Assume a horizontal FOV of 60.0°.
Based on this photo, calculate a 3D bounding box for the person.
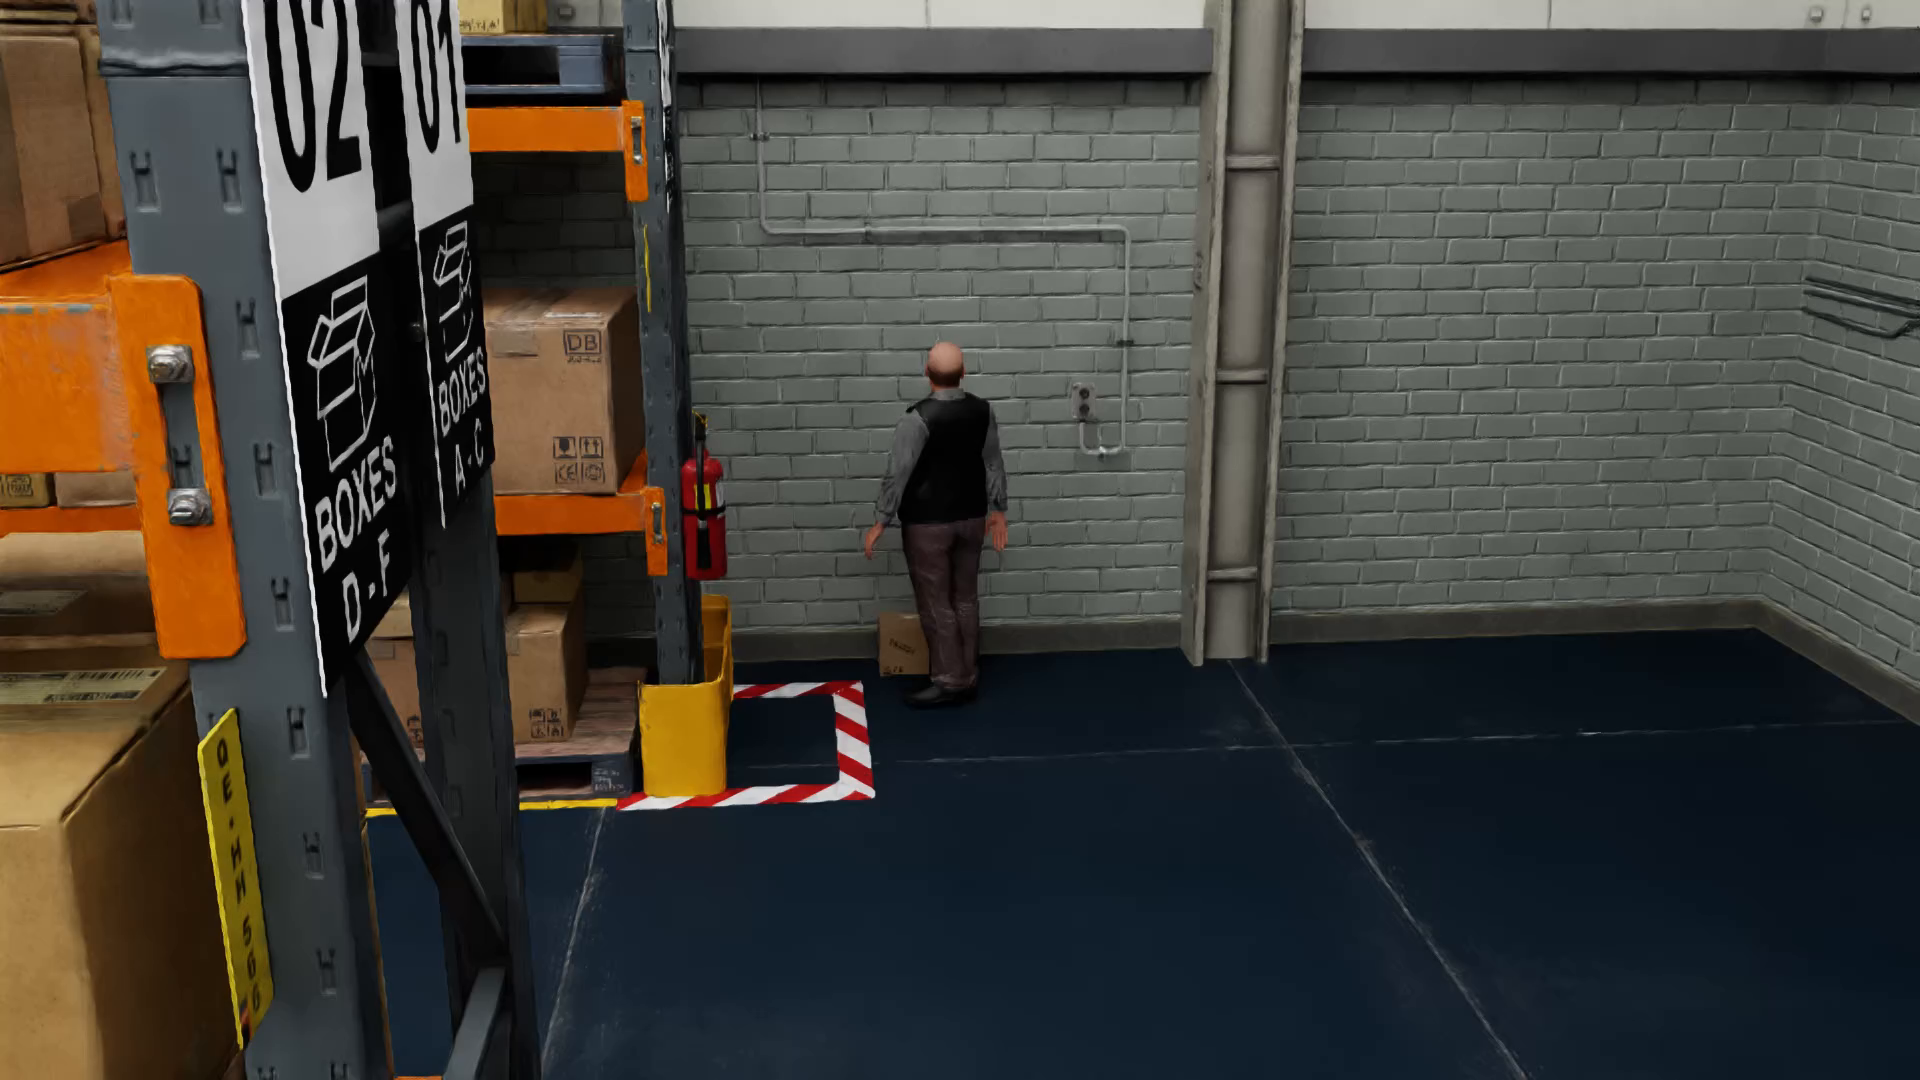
[{"bbox_3d":[-0.117,-0.069,7.758,0.678,1.725,0.353,-11,20,-33],"label":"person"}]
